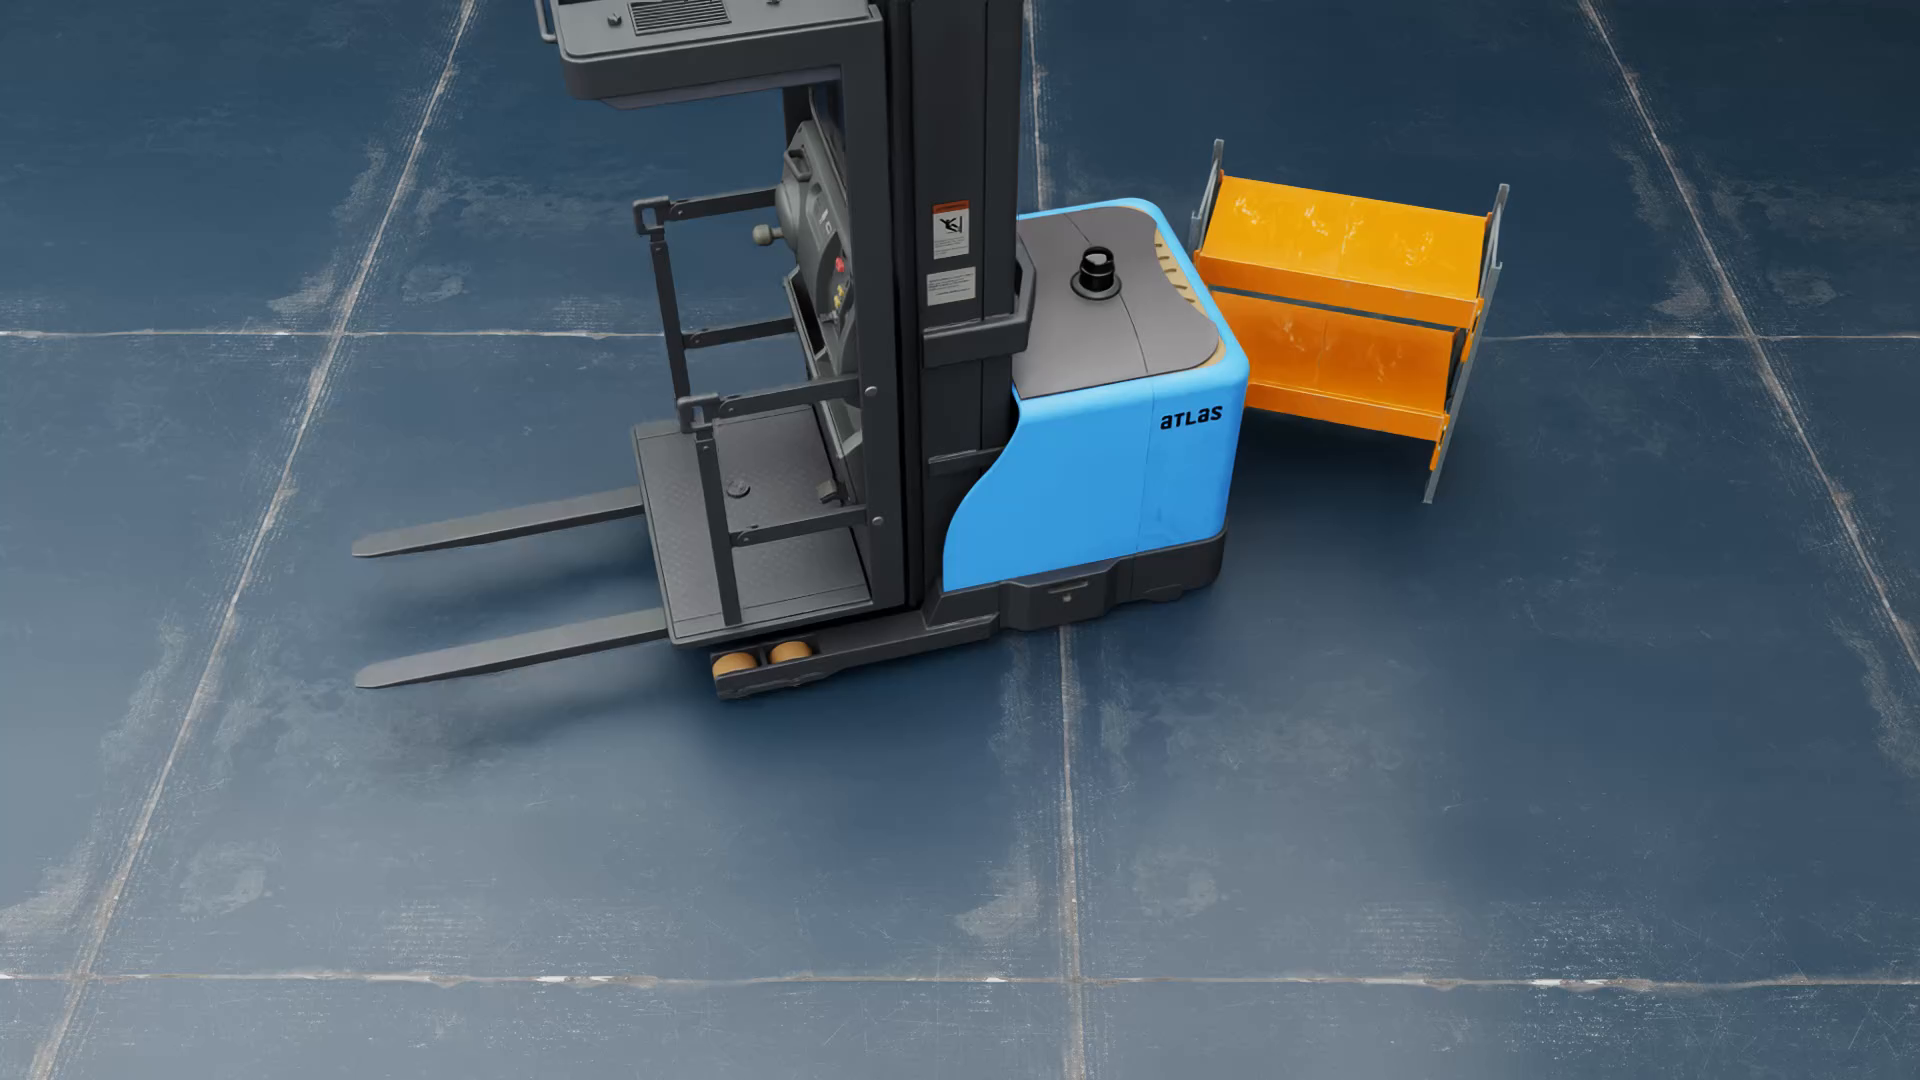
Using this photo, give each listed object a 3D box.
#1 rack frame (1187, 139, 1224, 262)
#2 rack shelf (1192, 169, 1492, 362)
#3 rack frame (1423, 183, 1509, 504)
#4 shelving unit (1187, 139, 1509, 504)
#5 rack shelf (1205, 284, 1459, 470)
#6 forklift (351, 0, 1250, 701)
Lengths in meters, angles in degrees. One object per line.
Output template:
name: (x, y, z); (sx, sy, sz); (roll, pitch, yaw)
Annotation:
rack frame: (0.883, -0.904, 6.323); (0.032, 1.125, 0.500); (12, 48, 11)
rack shelf: (1.372, -1.002, 6.014); (1.000, 0.278, 0.538); (12, 48, 11)
rack frame: (1.861, -0.701, 6.134); (0.032, 1.125, 0.500); (12, 48, 11)
shelving unit: (1.372, -0.803, 6.229); (1.048, 1.125, 0.538); (12, 48, 11)
rack shelf: (1.372, -0.636, 6.407); (1.000, 0.278, 0.538); (12, 48, 11)
forklift: (-0.625, -0.885, 5.071); (3.031, 2.935, 1.130); (-11, 48, -10)
